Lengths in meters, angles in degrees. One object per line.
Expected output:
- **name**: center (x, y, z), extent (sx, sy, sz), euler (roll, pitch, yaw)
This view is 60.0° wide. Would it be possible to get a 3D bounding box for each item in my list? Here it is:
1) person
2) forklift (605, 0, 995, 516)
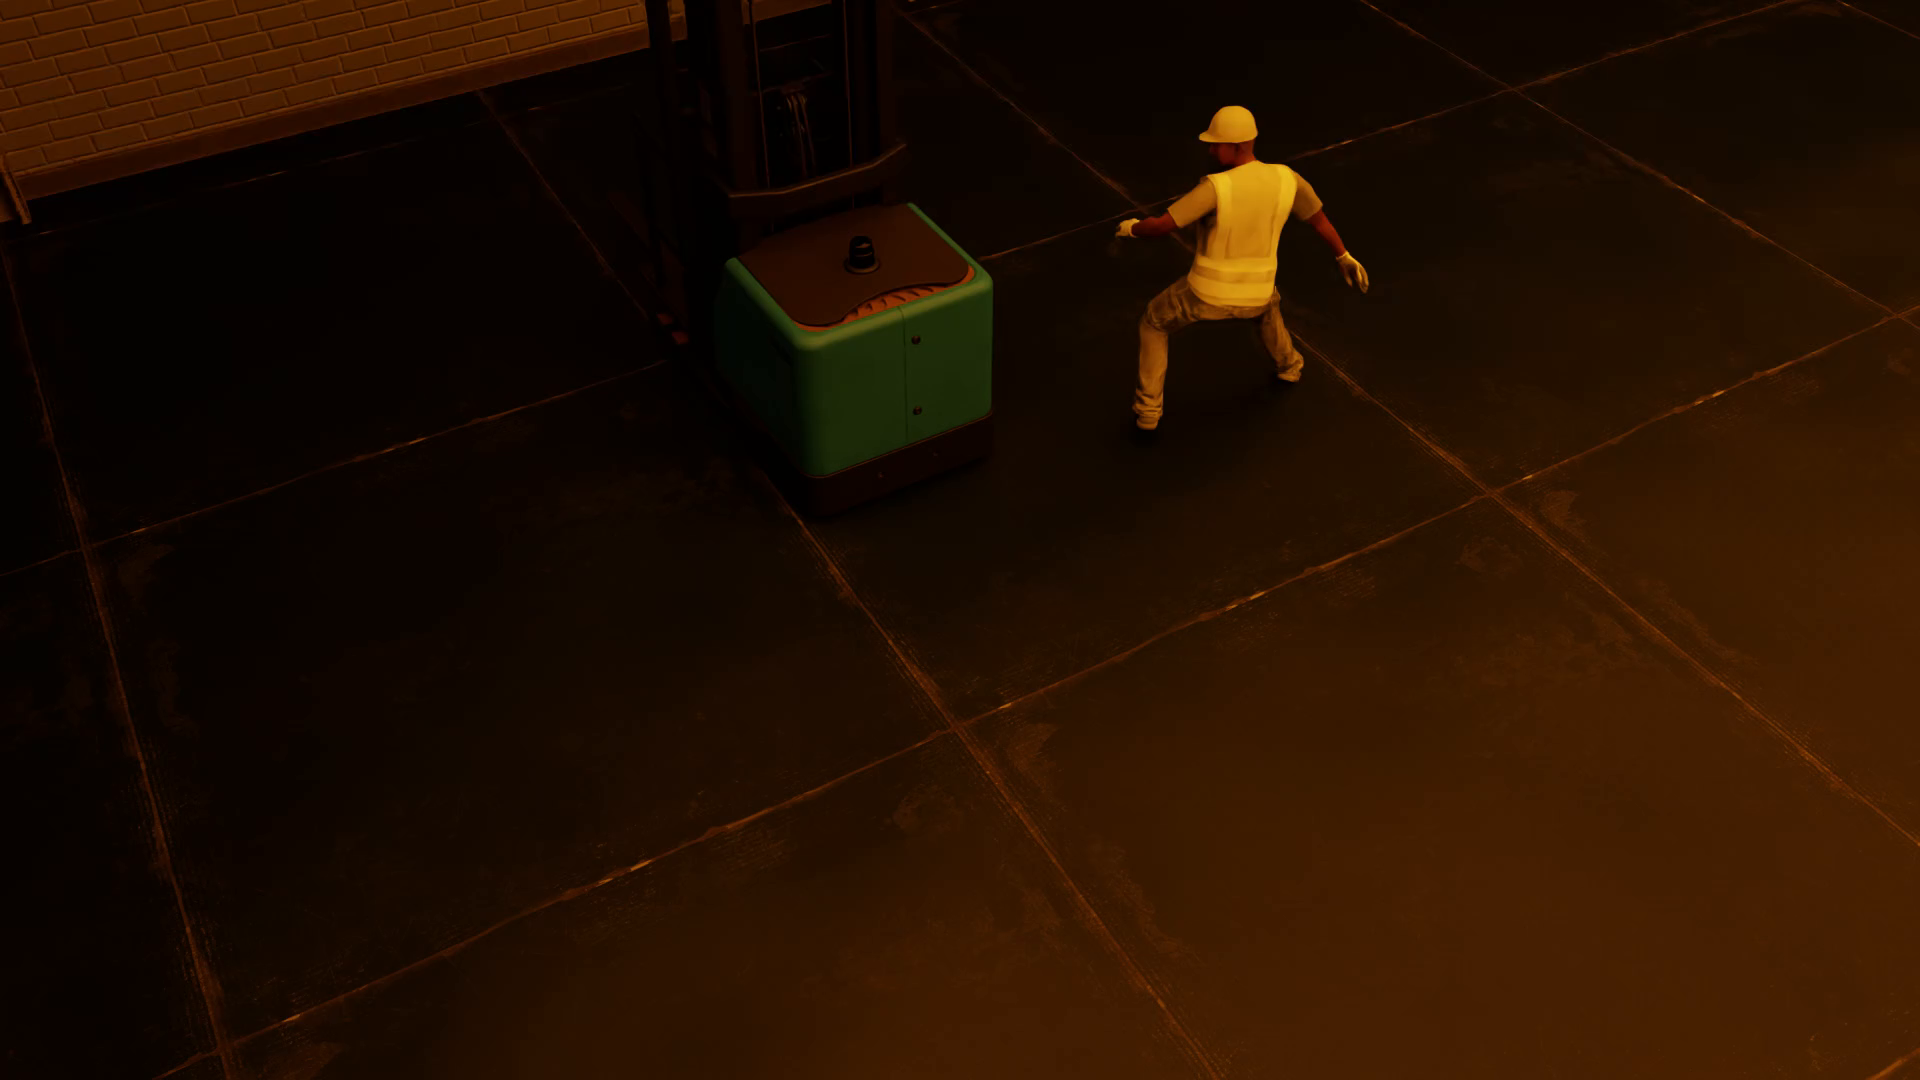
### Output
- **person**: center (1.350, -1.265, 8.118), extent (1.147, 1.731, 0.583), euler (-9, 44, -9)
- **forklift**: center (-1.015, -2.175, 8.043), extent (1.130, 2.935, 3.031), euler (-22, 47, -22)
